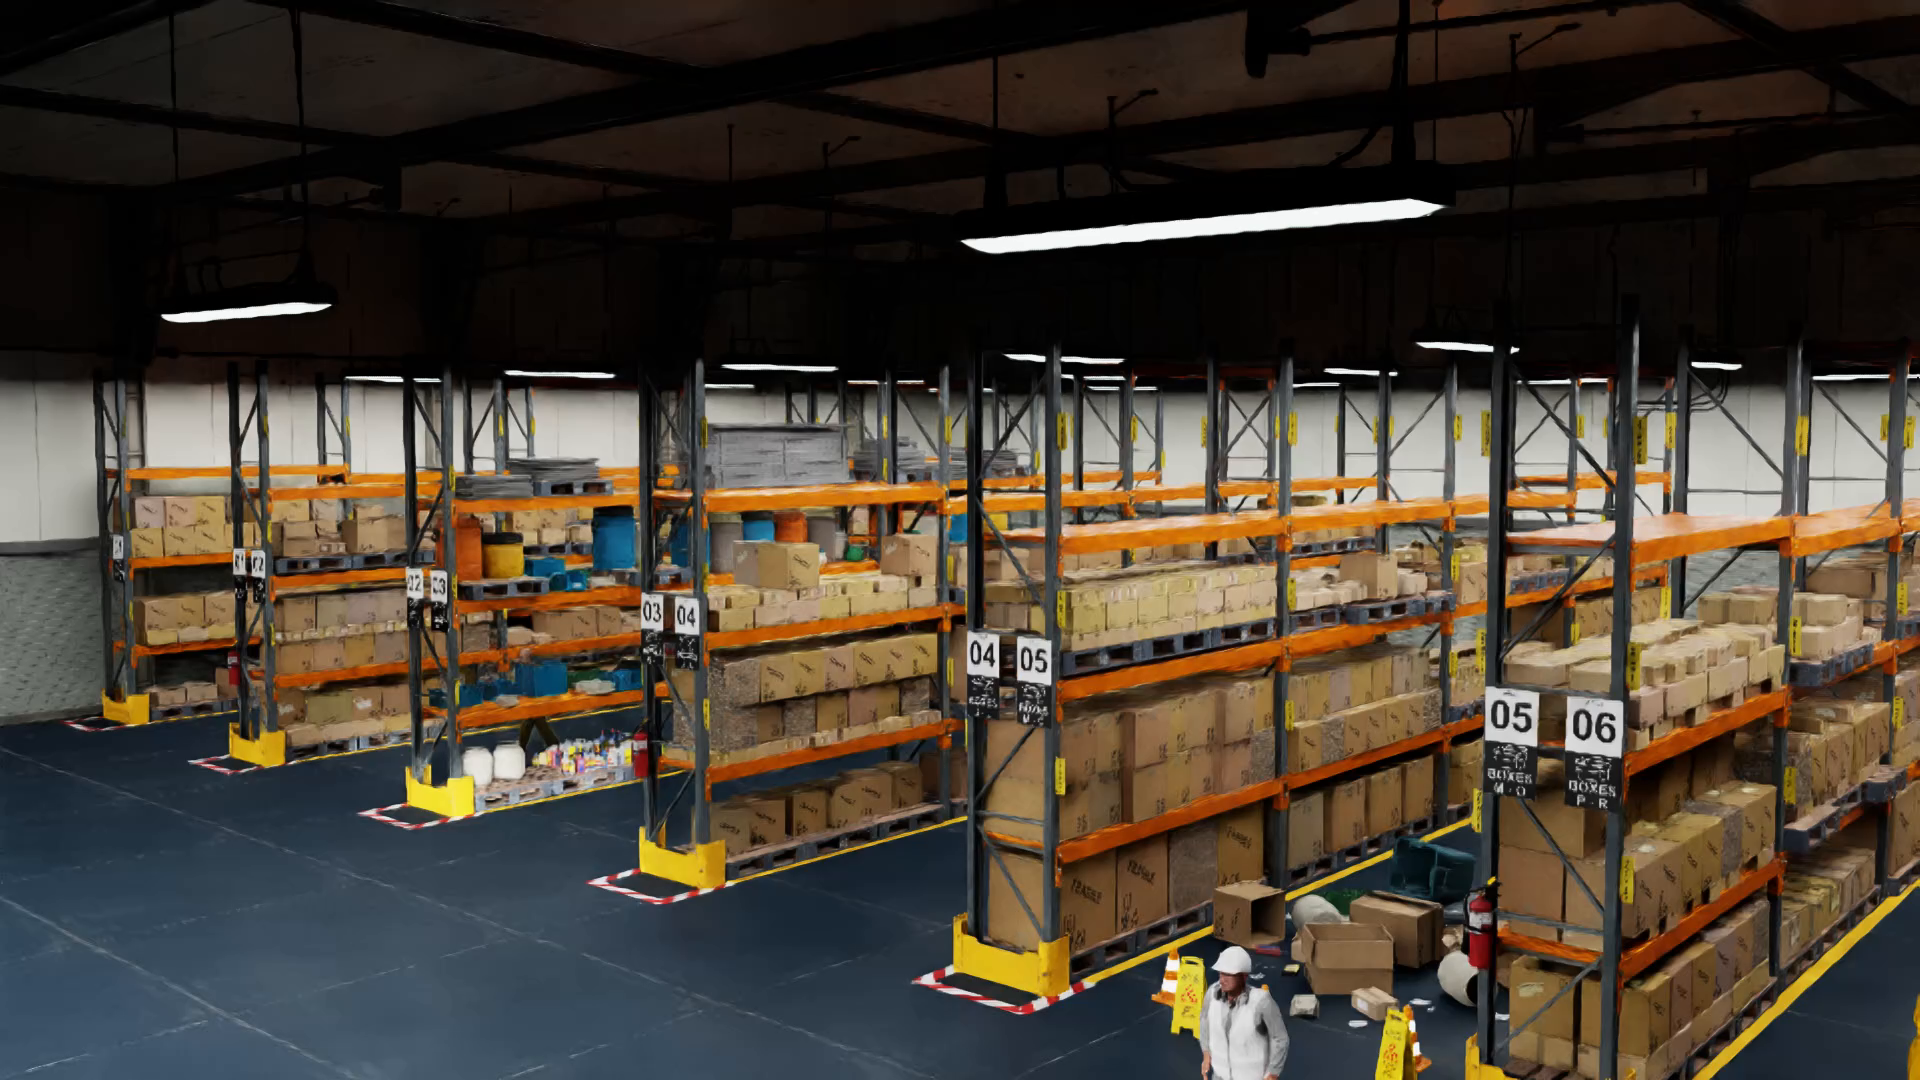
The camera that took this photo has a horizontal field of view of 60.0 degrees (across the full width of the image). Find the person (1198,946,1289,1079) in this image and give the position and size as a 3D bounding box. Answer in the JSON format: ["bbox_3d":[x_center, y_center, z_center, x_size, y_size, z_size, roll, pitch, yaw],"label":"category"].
[{"bbox_3d":[1.853,3.502,10.980,0.677,1.726,0.574,3,5,39],"label":"person"}]

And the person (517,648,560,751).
[{"bbox_3d":[-6.482,2.458,25.018,0.598,1.698,1.193,4,6,43],"label":"person"}]
